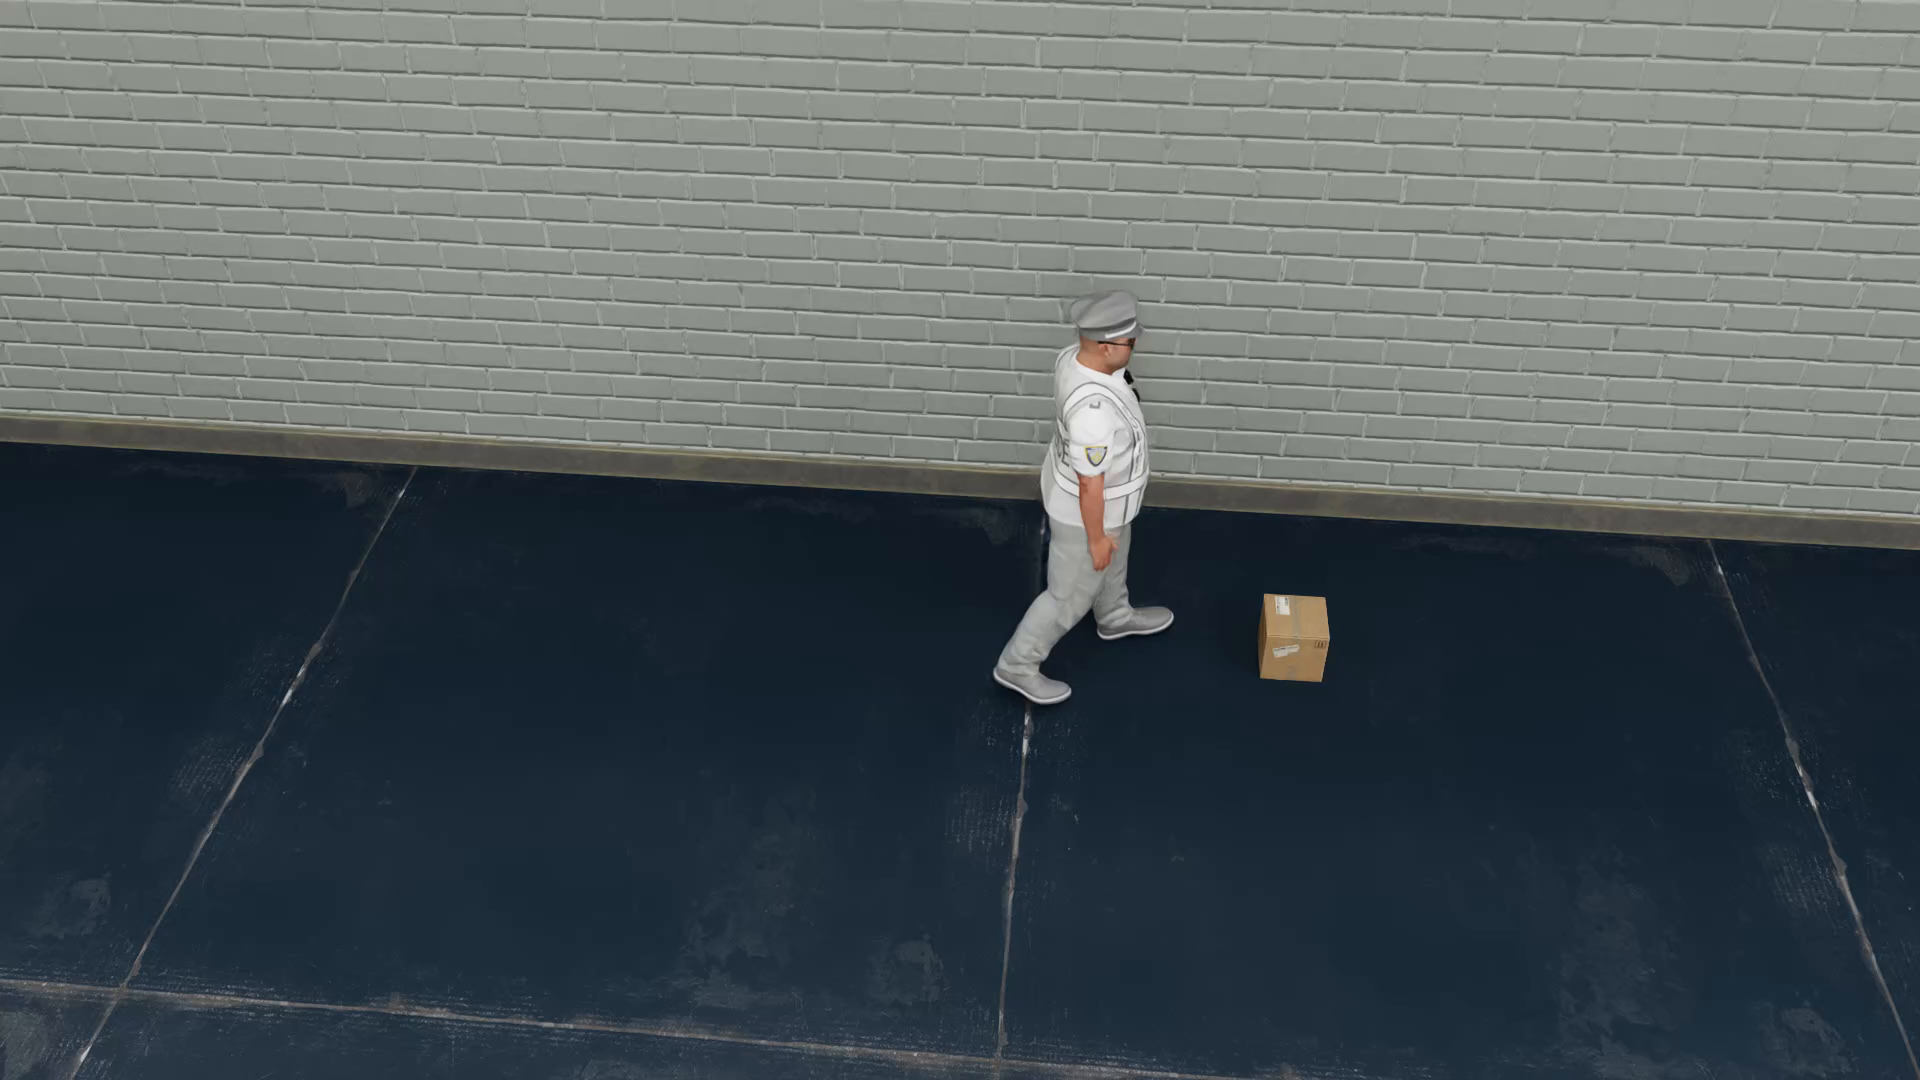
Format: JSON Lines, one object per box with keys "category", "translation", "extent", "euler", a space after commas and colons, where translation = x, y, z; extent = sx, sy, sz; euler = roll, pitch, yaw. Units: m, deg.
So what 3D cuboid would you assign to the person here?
{"category": "person", "translation": [0.517, -0.161, 6.337], "extent": [0.780, 1.742, 0.559], "euler": [-1, 40, -2]}
